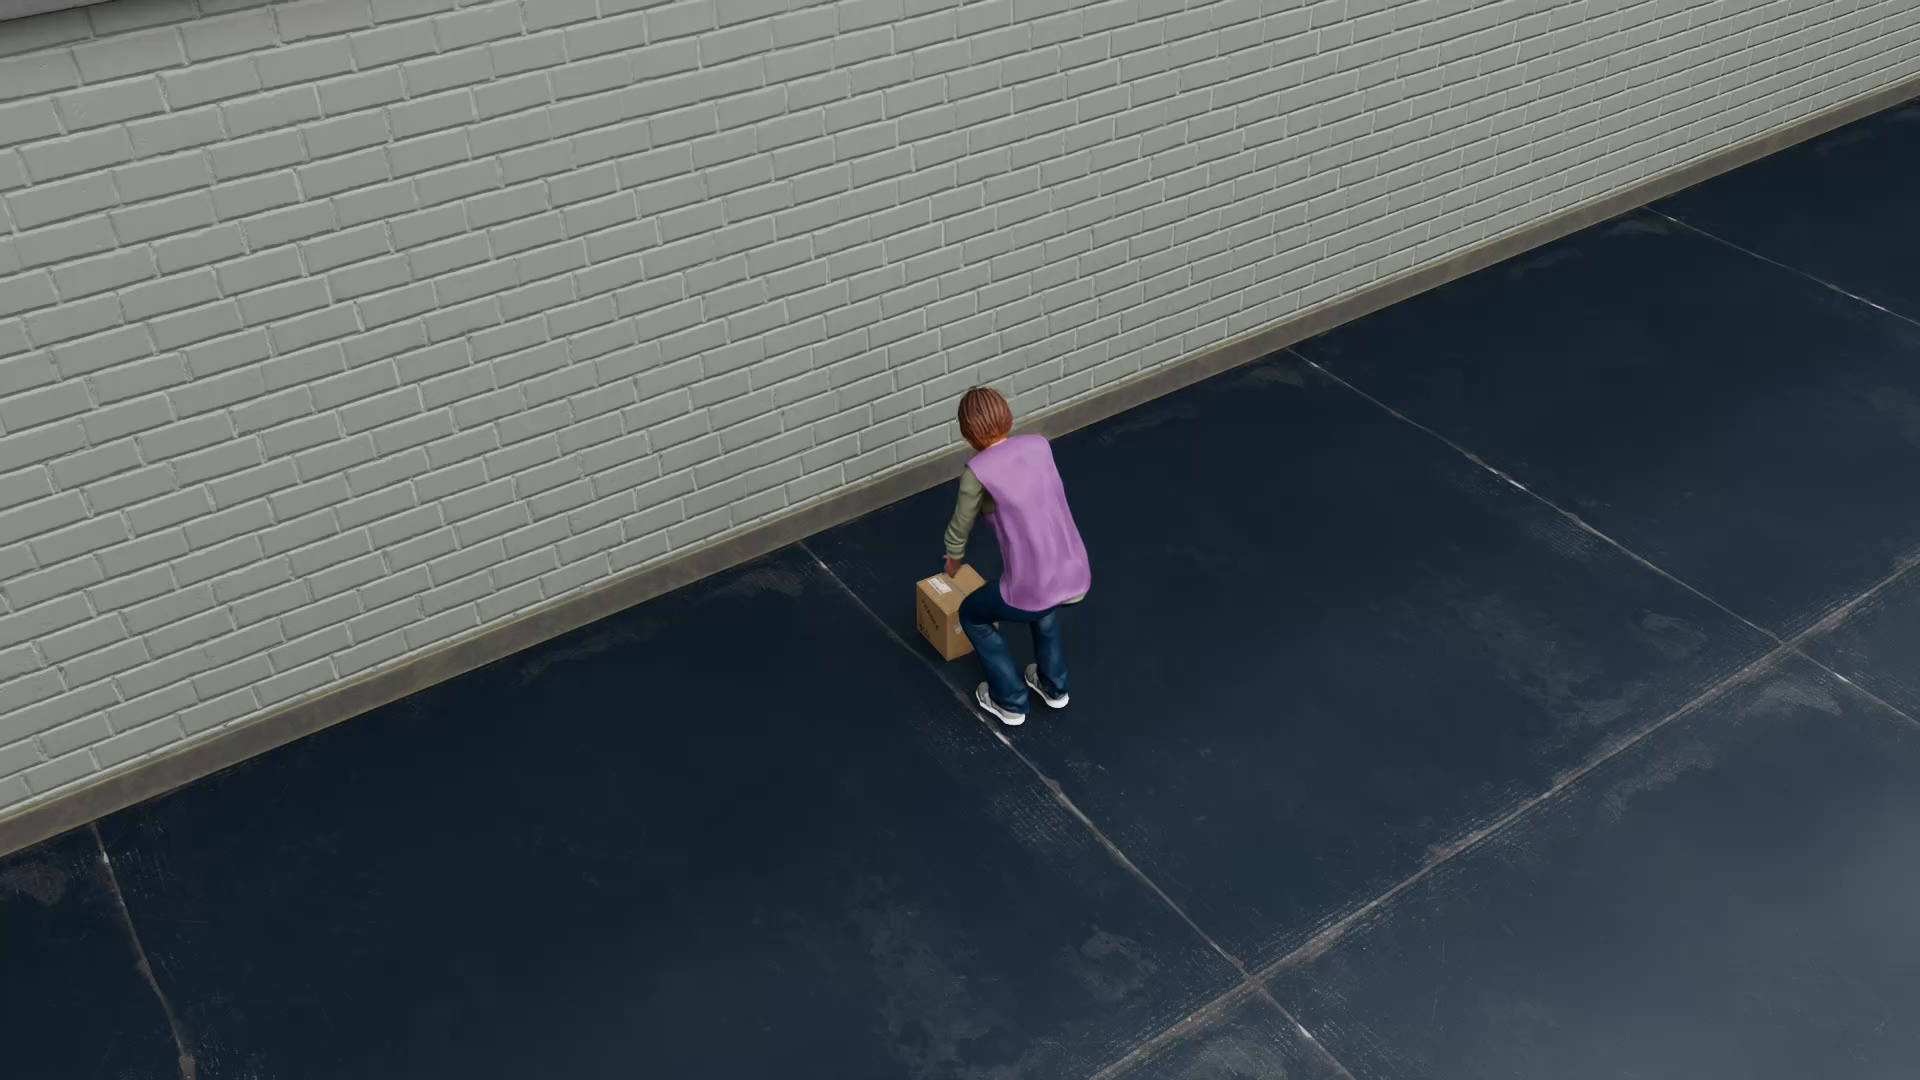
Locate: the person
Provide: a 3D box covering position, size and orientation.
[{"bbox_3d":[0.196,0.109,6.258,0.462,1.310,0.640,-20,41,-25],"label":"person"}]
